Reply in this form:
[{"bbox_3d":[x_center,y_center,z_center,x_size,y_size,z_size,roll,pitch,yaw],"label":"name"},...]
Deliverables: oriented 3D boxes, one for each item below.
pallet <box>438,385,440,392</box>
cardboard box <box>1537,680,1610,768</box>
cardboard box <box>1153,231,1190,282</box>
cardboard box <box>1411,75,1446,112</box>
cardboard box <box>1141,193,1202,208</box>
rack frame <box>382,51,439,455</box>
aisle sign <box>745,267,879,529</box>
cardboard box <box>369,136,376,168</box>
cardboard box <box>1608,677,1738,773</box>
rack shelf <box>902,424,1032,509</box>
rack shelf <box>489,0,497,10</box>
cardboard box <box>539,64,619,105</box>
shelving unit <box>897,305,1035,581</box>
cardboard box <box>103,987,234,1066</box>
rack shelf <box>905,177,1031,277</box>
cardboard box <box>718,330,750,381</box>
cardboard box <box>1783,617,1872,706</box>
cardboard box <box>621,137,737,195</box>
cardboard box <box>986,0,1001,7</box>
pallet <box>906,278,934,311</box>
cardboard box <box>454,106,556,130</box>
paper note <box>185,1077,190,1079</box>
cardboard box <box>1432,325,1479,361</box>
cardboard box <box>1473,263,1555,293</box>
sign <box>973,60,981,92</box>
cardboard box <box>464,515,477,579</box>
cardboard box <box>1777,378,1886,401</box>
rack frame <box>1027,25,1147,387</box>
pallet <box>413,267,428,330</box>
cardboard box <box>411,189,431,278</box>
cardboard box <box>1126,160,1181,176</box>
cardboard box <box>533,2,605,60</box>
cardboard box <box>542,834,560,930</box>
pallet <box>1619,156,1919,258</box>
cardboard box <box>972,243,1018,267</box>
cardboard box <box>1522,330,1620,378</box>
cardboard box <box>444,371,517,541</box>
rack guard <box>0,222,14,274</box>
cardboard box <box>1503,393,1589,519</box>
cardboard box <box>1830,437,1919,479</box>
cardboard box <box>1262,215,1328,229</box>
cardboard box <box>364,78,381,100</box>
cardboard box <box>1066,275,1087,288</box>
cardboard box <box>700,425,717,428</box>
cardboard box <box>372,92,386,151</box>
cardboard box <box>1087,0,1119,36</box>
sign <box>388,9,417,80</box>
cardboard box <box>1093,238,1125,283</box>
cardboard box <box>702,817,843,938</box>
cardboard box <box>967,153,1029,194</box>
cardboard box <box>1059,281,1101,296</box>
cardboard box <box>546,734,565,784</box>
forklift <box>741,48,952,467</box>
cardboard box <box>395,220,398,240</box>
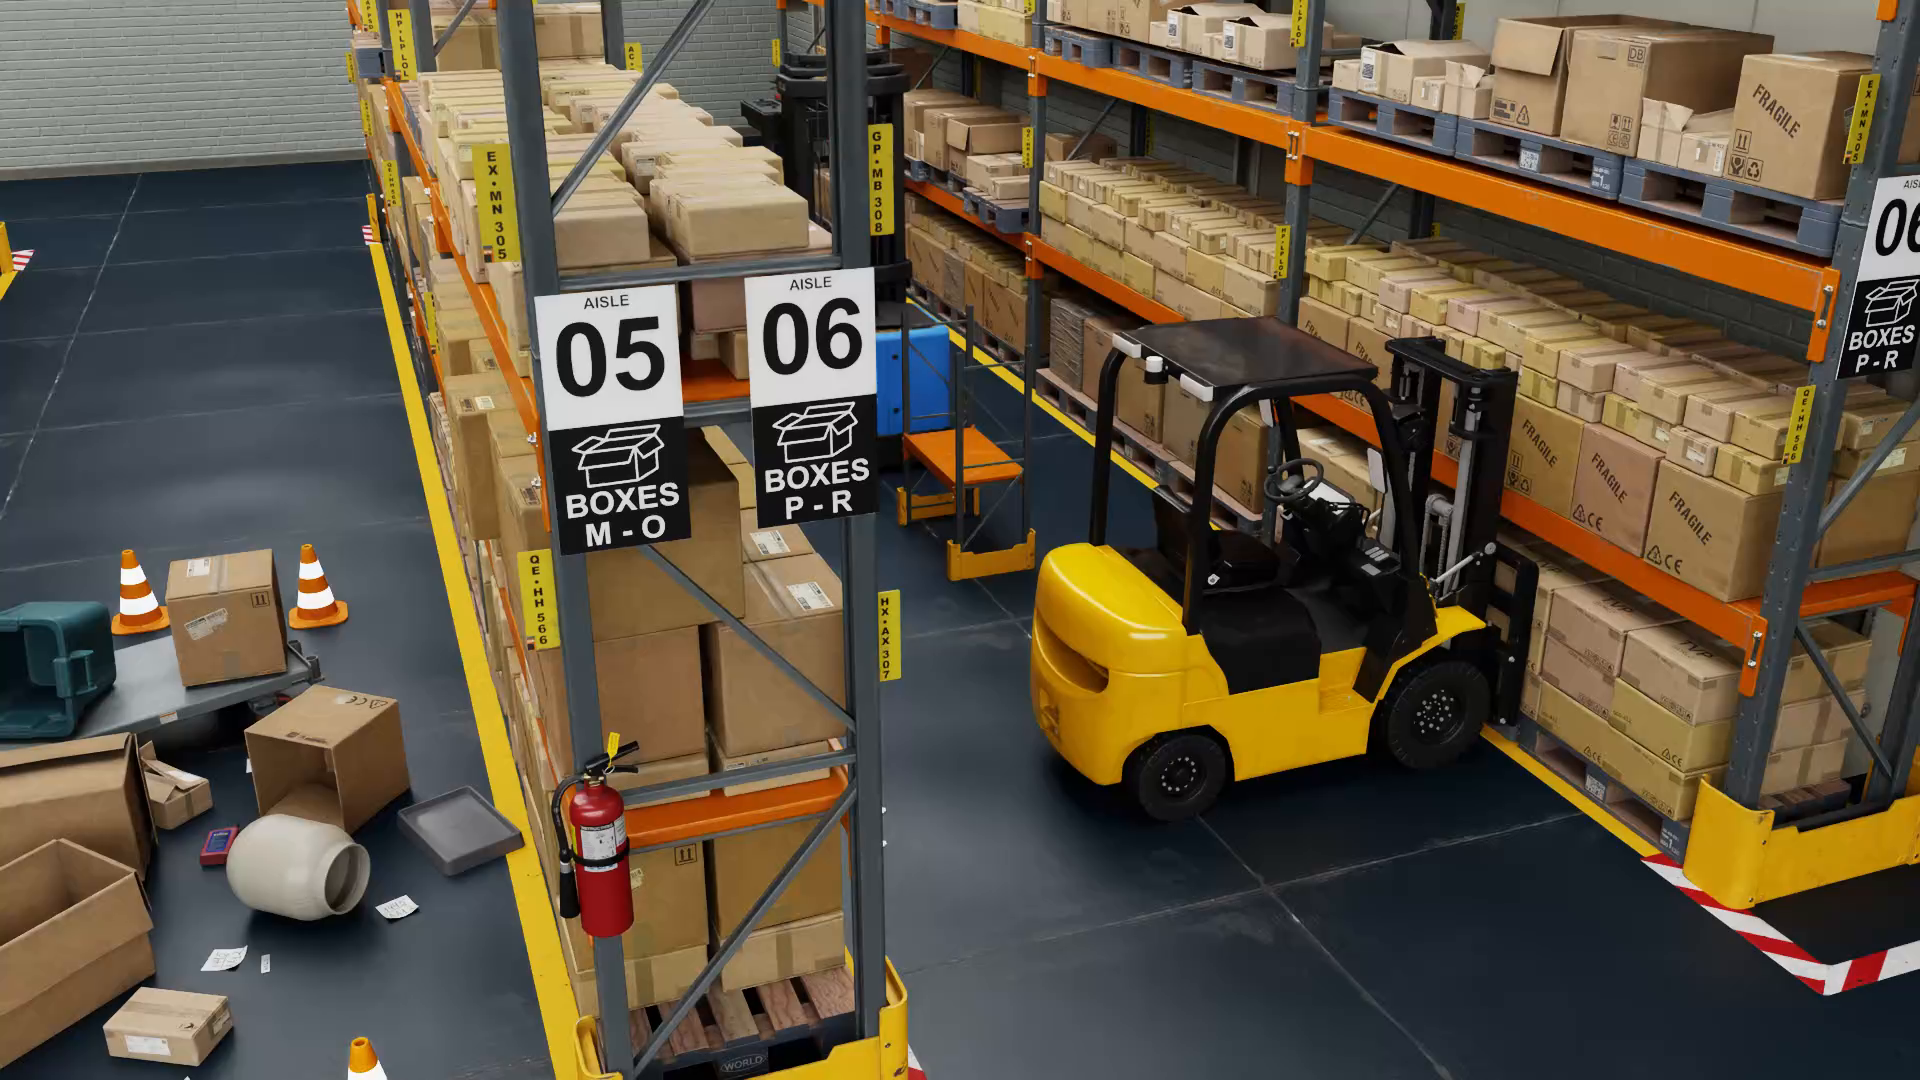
[{"bbox_3d":[-3.787,-1.125,13.647,1.003,0.211,1.213,-8,24,-19],"label":"pallet"},{"bbox_3d":[3.261,0.875,8.310,0.500,0.250,0.500,-8,24,-19],"label":"cardboard box"},{"bbox_3d":[1.700,-2.019,11.728,0.500,0.250,0.500,-8,24,-18],"label":"cardboard box"},{"bbox_3d":[2.622,-2.364,8.789,0.380,0.149,0.250,-8,24,-17],"label":"cardboard box"},{"bbox_3d":[1.548,-2.436,12.203,0.380,0.149,0.250,-8,24,-19],"label":"cardboard box"},{"bbox_3d":[-3.579,-2.113,12.402,1.000,3.000,0.127,-8,24,-19],"label":"rack frame"},{"bbox_3d":[-0.441,-0.424,5.047,0.394,0.787,0.004,-8,24,-19],"label":"aisle sign"},{"bbox_3d":[-5.774,-4.113,17.017,0.500,0.500,0.500,-9,24,-20],"label":"cardboard box"},{"bbox_3d":[3.425,0.820,7.797,0.500,0.250,0.500,-9,24,-20],"label":"cardboard box"},{"bbox_3d":[0.030,-0.494,10.955,0.538,0.185,1.000,-8,24,-19],"label":"rack shelf"},{"bbox_3d":[-1.460,-2.364,6.204,1.077,0.370,4.000,-8,24,-19],"label":"rack shelf"},{"bbox_3d":[-1.850,-2.208,8.062,0.380,0.149,0.250,-8,24,-18],"label":"cardboard box"},{"bbox_3d":[0.027,-0.663,10.893,0.587,1.500,1.083,-8,24,-19],"label":"shelving unit"},{"bbox_3d":[-3.106,1.909,6.530,0.380,0.149,0.250,4,23,9],"label":"cardboard box"},{"bbox_3d":[0.357,-3.191,15.884,1.077,0.370,4.000,-8,24,-19],"label":"rack shelf"},{"bbox_3d":[-0.567,-0.638,5.363,0.380,0.149,0.250,-8,24,-19],"label":"cardboard box"},{"bbox_3d":[3.896,0.523,7.858,0.500,0.250,0.500,-9,24,-20],"label":"cardboard box"},{"bbox_3d":[-1.018,-1.364,6.060,0.380,0.149,0.250,-8,24,-19],"label":"cardboard box"},{"bbox_3d":[0.442,-4.668,14.282,0.380,0.149,0.250,-8,24,-19],"label":"cardboard box"},{"bbox_3d":[-0.027,-2.674,17.322,1.003,0.211,1.213,-8,24,-19],"label":"pallet"},{"bbox_3d":[-1.849,-1.669,6.782,0.380,0.149,0.250,-9,24,-20],"label":"cardboard box"},{"bbox_3d":[-2.949,2.091,6.248,0.148,0.019,0.142,-18,29,-37],"label":"paper note"},{"bbox_3d":[2.768,-1.066,8.954,0.380,0.149,0.250,-9,25,-21],"label":"cardboard box"},{"bbox_3d":[3.174,-1.476,9.543,0.380,0.149,0.250,-9,24,-20],"label":"cardboard box"},{"bbox_3d":[0.168,-4.860,17.428,0.100,0.325,0.005,-8,24,-19],"label":"sign"},{"bbox_3d":[-2.611,-0.093,10.452,0.950,0.372,0.625,-7,24,-16],"label":"cardboard box"},{"bbox_3d":[3.935,-0.627,7.529,0.380,0.149,0.250,-7,24,-17],"label":"cardboard box"},{"bbox_3d":[1.063,-2.796,14.021,1.000,3.000,0.127,-8,24,-19],"label":"rack frame"},{"bbox_3d":[-3.228,-1.780,11.859,1.213,0.211,1.003,-8,24,-19],"label":"pallet"},{"bbox_3d":[-3.446,-2.106,11.333,0.500,0.500,0.500,-7,24,-16],"label":"cardboard box"},{"bbox_3d":[1.564,-2.970,13.471,0.380,0.149,0.250,-8,24,-18],"label":"cardboard box"},{"bbox_3d":[-2.183,-2.844,9.282,0.500,0.250,0.500,-9,24,-20],"label":"cardboard box"},{"bbox_3d":[-1.466,1.421,7.016,0.500,0.250,0.500,-8,24,-19],"label":"cardboard box"},{"bbox_3d":[3.664,-1.491,7.176,1.003,0.211,1.213,-8,24,-19],"label":"pallet"},{"bbox_3d":[0.335,-2.670,15.566,0.380,0.149,0.250,-9,24,-20],"label":"cardboard box"},{"bbox_3d":[3.021,-0.922,8.229,0.380,0.149,0.250,-8,24,-18],"label":"cardboard box"},{"bbox_3d":[-1.586,-0.362,6.448,0.700,0.500,0.500,-9,24,-20],"label":"cardboard box"},{"bbox_3d":[-10.974,-3.125,18.020,1.175,0.500,0.348,-8,24,-19],"label":"rack guard"},{"bbox_3d":[3.114,-0.454,8.335,0.500,0.500,0.500,-9,24,-20],"label":"cardboard box"},{"bbox_3d":[4.012,-0.393,7.355,0.380,0.149,0.250,-9,24,-20],"label":"cardboard box"},{"bbox_3d":[2.310,-2.130,11.477,0.380,0.149,0.250,-9,24,-20],"label":"cardboard box"},{"bbox_3d":[-5.417,-4.207,15.953,0.500,0.500,0.500,-9,24,-19],"label":"cardboard box"},{"bbox_3d":[1.170,-2.368,14.850,0.380,0.149,0.250,-7,24,-16],"label":"cardboard box"},{"bbox_3d":[-1.401,-0.342,7.687,0.500,0.500,0.500,-8,24,-18],"label":"cardboard box"},{"bbox_3d":[-4.900,-3.693,14.734,0.500,0.500,0.500,-8,24,-19],"label":"cardboard box"},{"bbox_3d":[1.363,-3.997,12.211,0.700,0.500,0.500,-9,24,-20],"label":"cardboard box"},{"bbox_3d":[-2.684,-2.384,8.010,0.100,0.325,0.005,-8,24,-19],"label":"sign"},{"bbox_3d":[1.353,-2.162,12.711,0.500,0.250,0.500,-9,25,-21],"label":"cardboard box"},{"bbox_3d":[-0.788,1.182,6.617,0.500,0.500,0.500,-9,25,-21],"label":"cardboard box"},{"bbox_3d":[0.388,-3.259,14.772,0.500,0.250,0.500,-10,25,-21],"label":"cardboard box"},{"bbox_3d":[1.176,-2.029,14.879,0.500,0.500,0.500,-7,24,-17],"label":"cardboard box"},{"bbox_3d":[-1.279,0.726,5.989,0.380,0.149,0.250,-9,24,-20],"label":"cardboard box"},{"bbox_3d":[-1.049,-2.386,13.137,1.130,2.935,3.031,-8,24,-19],"label":"forklift"},{"bbox_3d":[-4.359,-2.561,13.657,0.500,0.250,0.500,-9,24,-20],"label":"cardboard box"}]
